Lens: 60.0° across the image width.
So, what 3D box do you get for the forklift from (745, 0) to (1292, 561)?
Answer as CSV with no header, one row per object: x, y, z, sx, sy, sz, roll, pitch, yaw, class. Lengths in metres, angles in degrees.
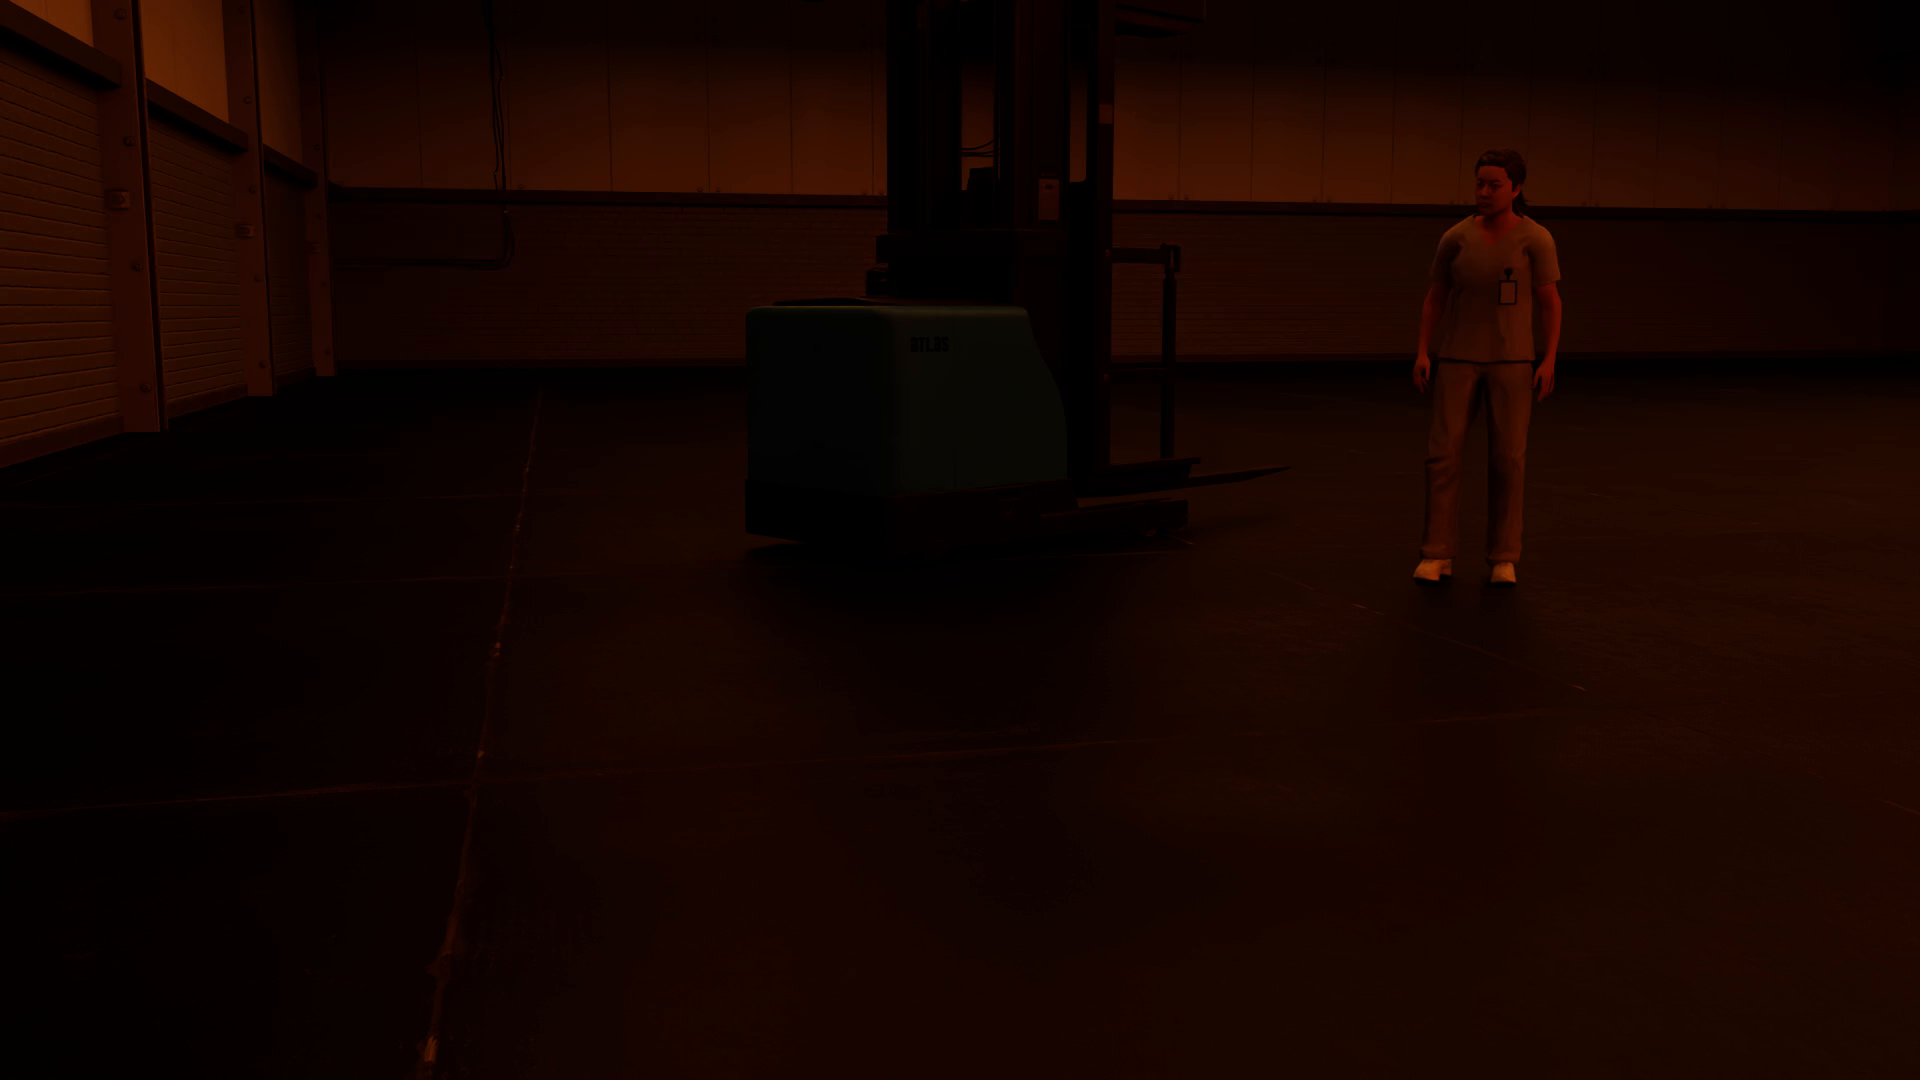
0.453,-1.512,7.932,3.031,2.935,1.130,-8,11,-43,forklift

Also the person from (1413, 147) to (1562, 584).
2.033,-0.668,6.458,0.540,1.670,0.387,4,9,27,person
